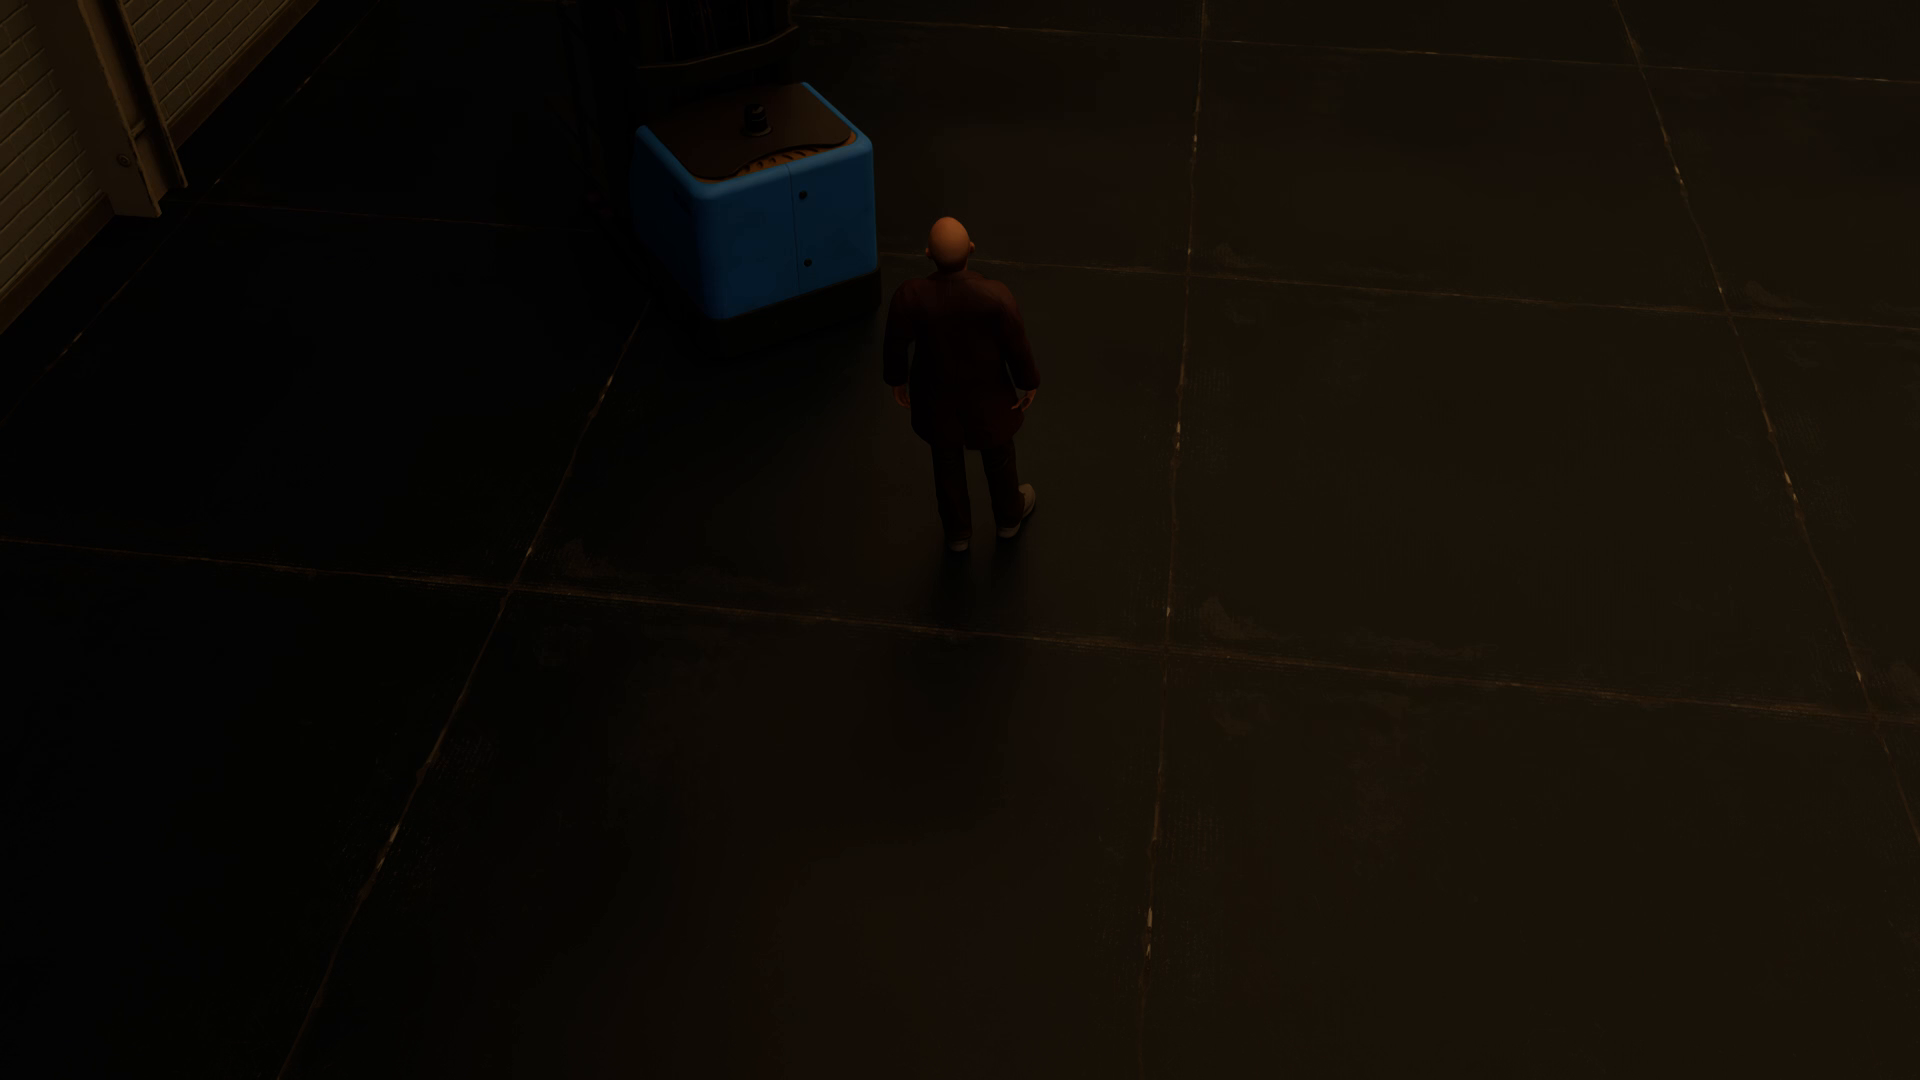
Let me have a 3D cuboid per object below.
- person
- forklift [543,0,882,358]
[{"bbox_3d":[0.016,-0.721,7.352,0.696,1.777,0.579,5,43,6],"label":"person"},{"bbox_3d":[-1.618,-3.026,9.018,1.130,2.935,3.031,-22,47,-22],"label":"forklift"}]
